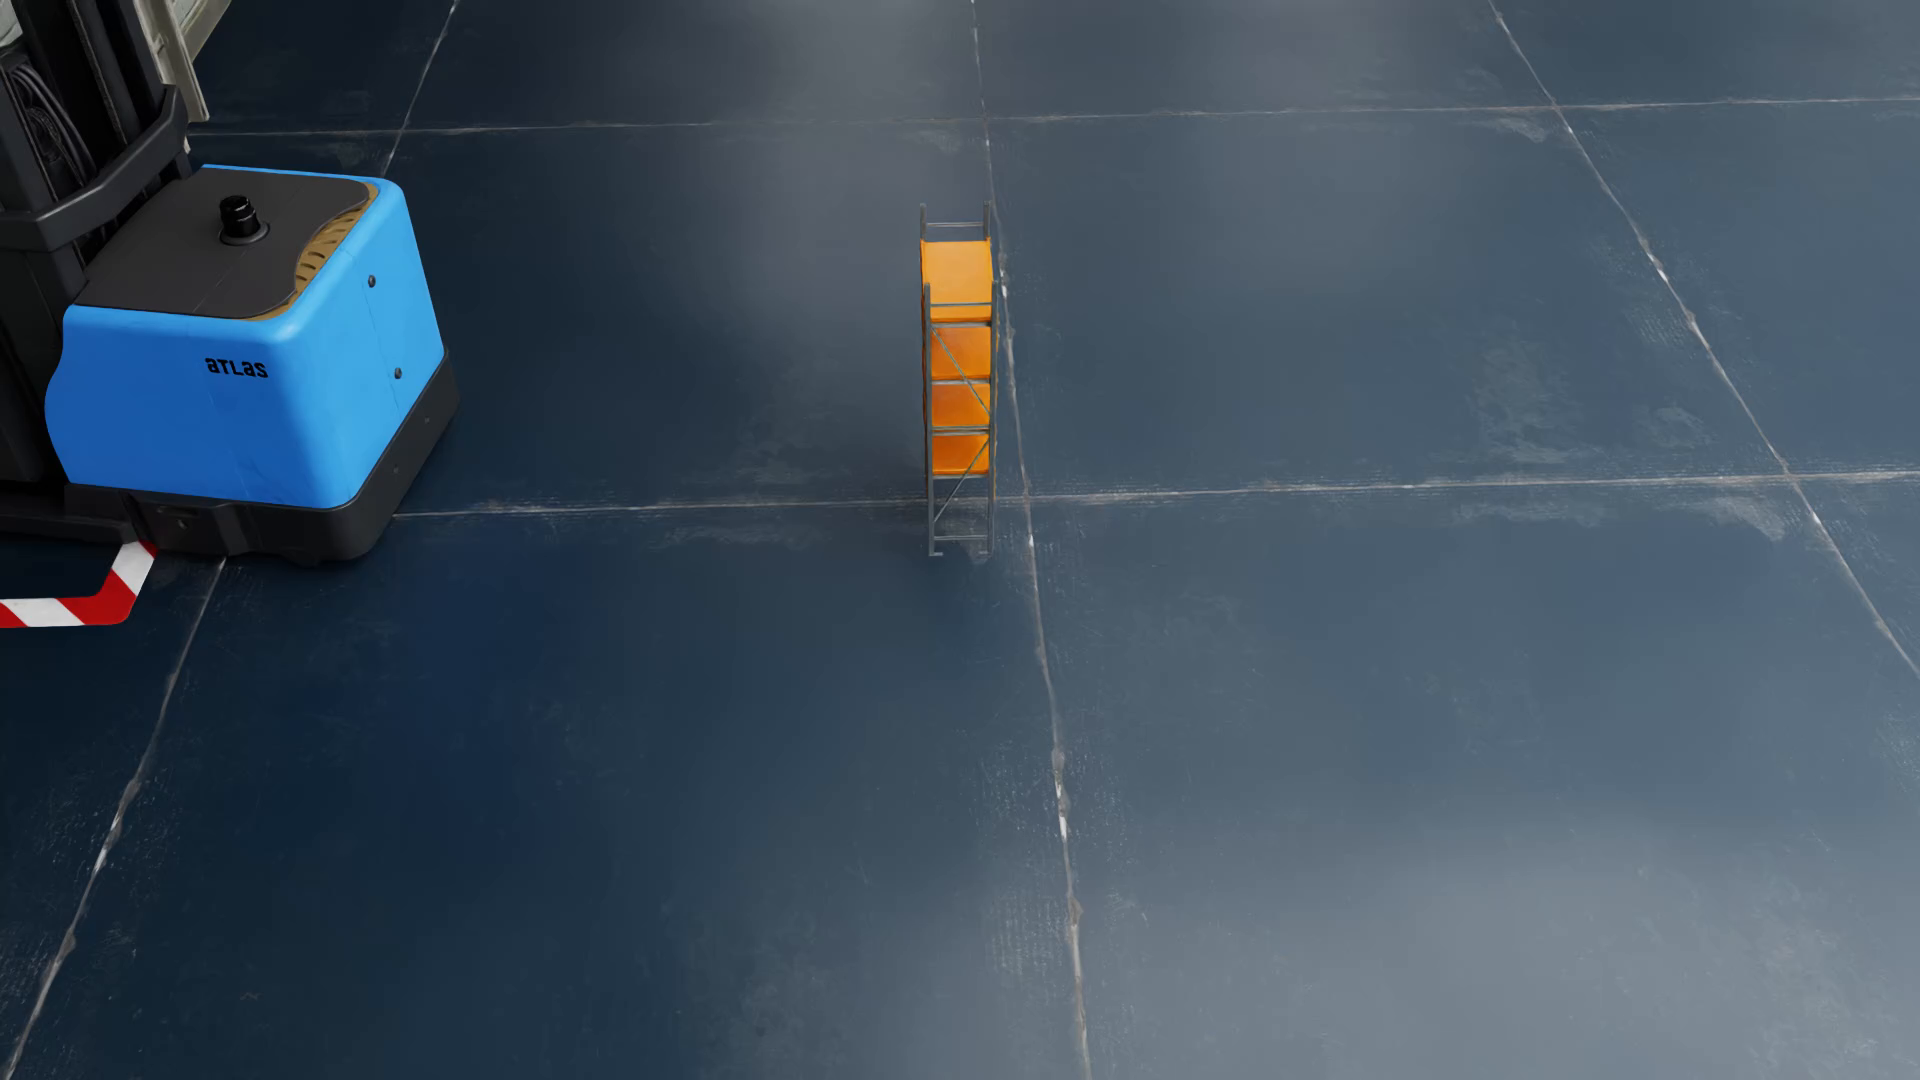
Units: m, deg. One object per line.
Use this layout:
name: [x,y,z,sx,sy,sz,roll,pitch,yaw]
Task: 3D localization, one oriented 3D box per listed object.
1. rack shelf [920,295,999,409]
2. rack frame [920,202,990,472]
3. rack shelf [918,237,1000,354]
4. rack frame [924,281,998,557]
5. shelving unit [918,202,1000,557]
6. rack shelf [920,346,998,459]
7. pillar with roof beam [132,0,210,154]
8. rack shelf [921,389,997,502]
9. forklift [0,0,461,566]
rack shelf: [-0.007,-0.669,5.861,0.258,0.148,0.480,-2,43,-2]
rack frame: [-0.017,-0.719,6.146,0.240,1.200,0.015,-2,43,-2]
rack shelf: [-0.007,-0.844,5.701,0.258,0.148,0.480,-2,43,-2]
rack frame: [0.003,-0.389,5.787,0.240,1.200,0.015,-2,43,-2]
shelving unit: [-0.007,-0.554,5.966,0.258,1.200,0.503,-2,43,-2]
rack shelf: [-0.007,-0.504,6.012,0.258,0.148,0.480,-2,43,-2]
pillar with roof beam: [0.250,-5.512,5.603,9.100,9.000,0.400,-2,43,-2]
rack shelf: [-0.007,-0.358,6.146,0.258,0.148,0.480,-2,43,-2]
forklift: [-3.590,-1.444,5.656,3.031,2.935,1.130,6,43,6]
